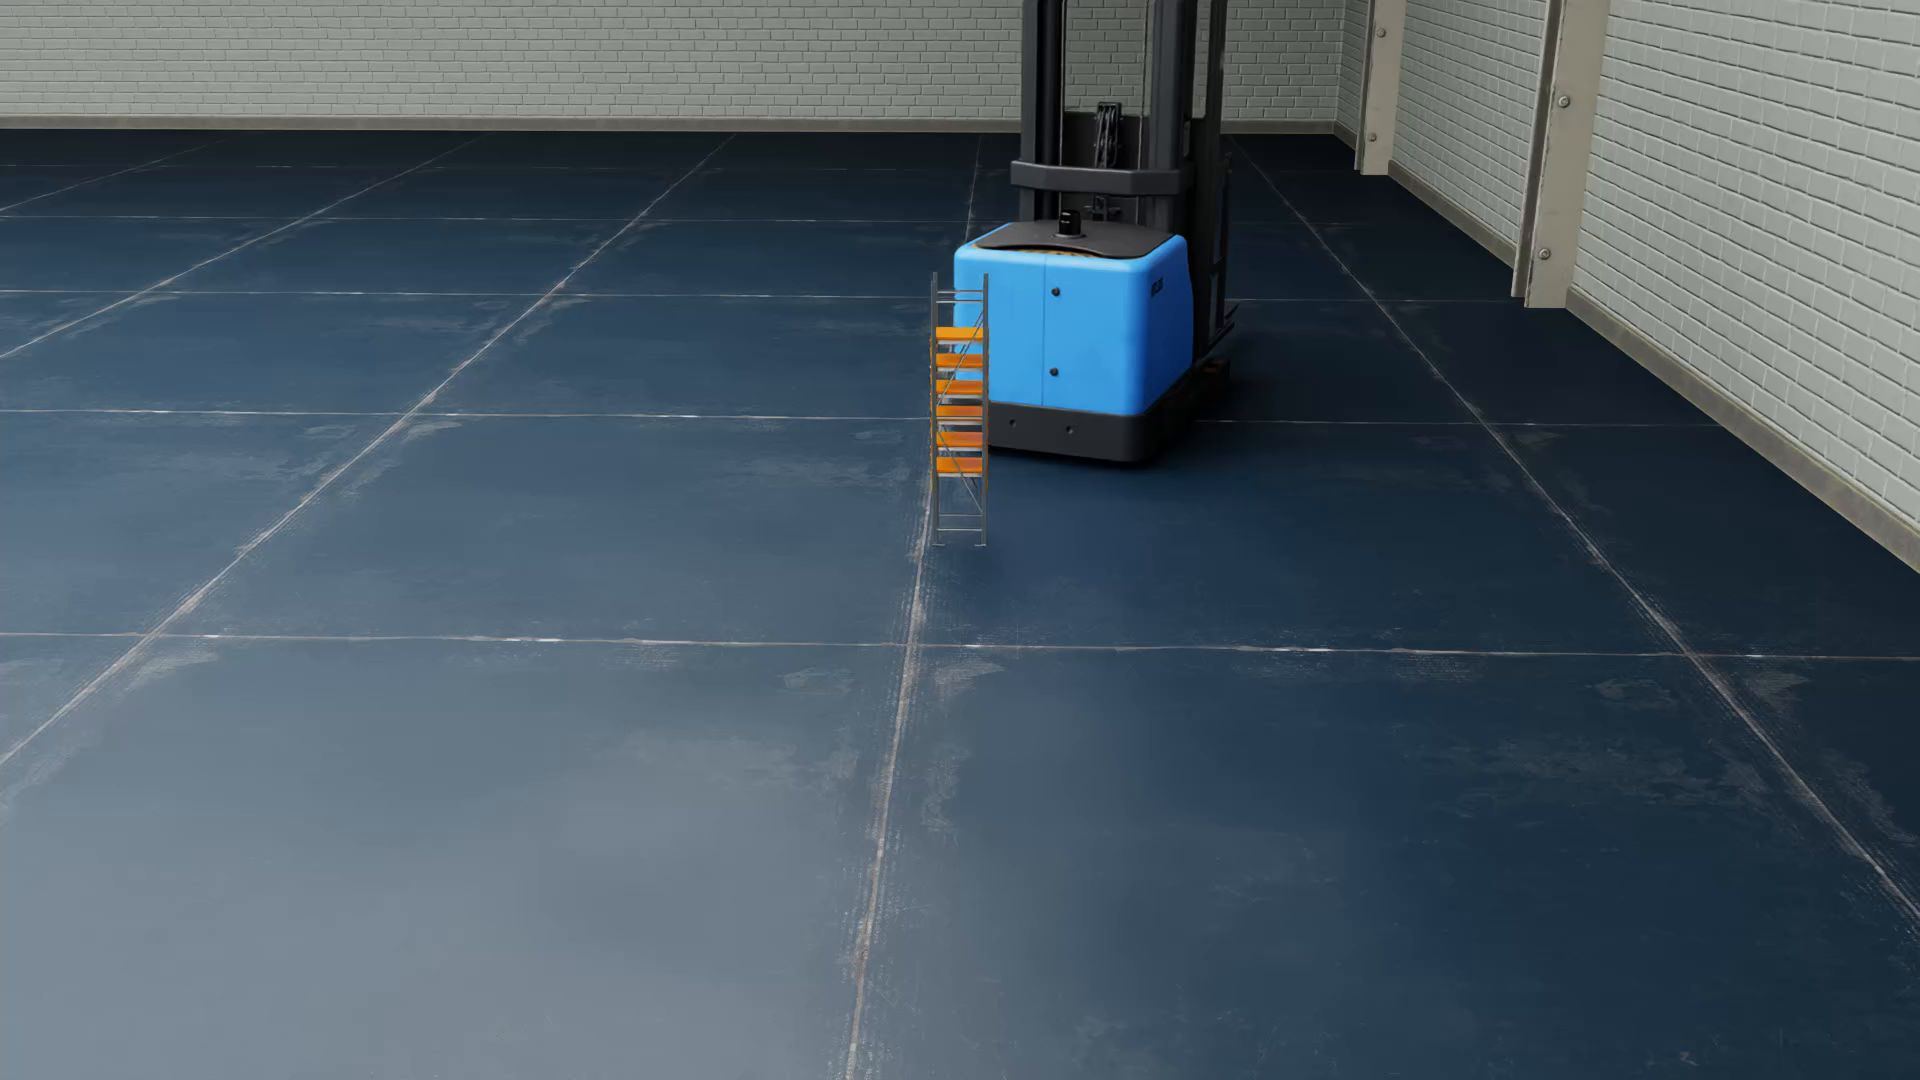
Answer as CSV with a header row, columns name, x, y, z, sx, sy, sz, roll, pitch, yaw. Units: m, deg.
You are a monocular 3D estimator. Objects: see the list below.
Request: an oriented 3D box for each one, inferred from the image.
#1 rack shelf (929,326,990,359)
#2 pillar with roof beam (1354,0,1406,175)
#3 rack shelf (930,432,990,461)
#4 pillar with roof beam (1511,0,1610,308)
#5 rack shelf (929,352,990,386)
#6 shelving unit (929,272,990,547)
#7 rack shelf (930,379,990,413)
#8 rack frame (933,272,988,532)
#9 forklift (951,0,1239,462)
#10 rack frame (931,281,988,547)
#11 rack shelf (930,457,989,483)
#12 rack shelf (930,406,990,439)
name,x,y,z,sx,sy,sz,roll,pitch,yaw
rack shelf,0.000,-0.859,7.211,0.258,0.103,0.180,1,21,2
pillar with roof beam,0.046,-8.126,16.033,9.100,9.000,0.400,1,21,2
rack shelf,0.000,-0.411,7.385,0.258,0.103,0.180,1,21,2
pillar with roof beam,-0.137,-5.957,10.442,9.100,9.000,0.400,1,21,2
rack shelf,0.000,-0.747,7.255,0.258,0.103,0.180,1,21,2
shelving unit,0.000,-0.565,7.325,0.258,1.200,0.189,1,21,2
rack shelf,0.000,-0.635,7.298,0.258,0.103,0.180,1,21,2
rack frame,0.003,-0.598,7.411,0.240,1.200,0.006,1,21,2
forklift,0.964,-2.258,9.297,1.130,2.935,3.031,8,23,20
rack frame,-0.002,-0.532,7.240,0.240,1.200,0.006,1,21,2
rack shelf,0.000,-0.299,7.428,0.258,0.103,0.180,1,21,2
rack shelf,0.000,-0.523,7.341,0.258,0.103,0.180,1,21,2
